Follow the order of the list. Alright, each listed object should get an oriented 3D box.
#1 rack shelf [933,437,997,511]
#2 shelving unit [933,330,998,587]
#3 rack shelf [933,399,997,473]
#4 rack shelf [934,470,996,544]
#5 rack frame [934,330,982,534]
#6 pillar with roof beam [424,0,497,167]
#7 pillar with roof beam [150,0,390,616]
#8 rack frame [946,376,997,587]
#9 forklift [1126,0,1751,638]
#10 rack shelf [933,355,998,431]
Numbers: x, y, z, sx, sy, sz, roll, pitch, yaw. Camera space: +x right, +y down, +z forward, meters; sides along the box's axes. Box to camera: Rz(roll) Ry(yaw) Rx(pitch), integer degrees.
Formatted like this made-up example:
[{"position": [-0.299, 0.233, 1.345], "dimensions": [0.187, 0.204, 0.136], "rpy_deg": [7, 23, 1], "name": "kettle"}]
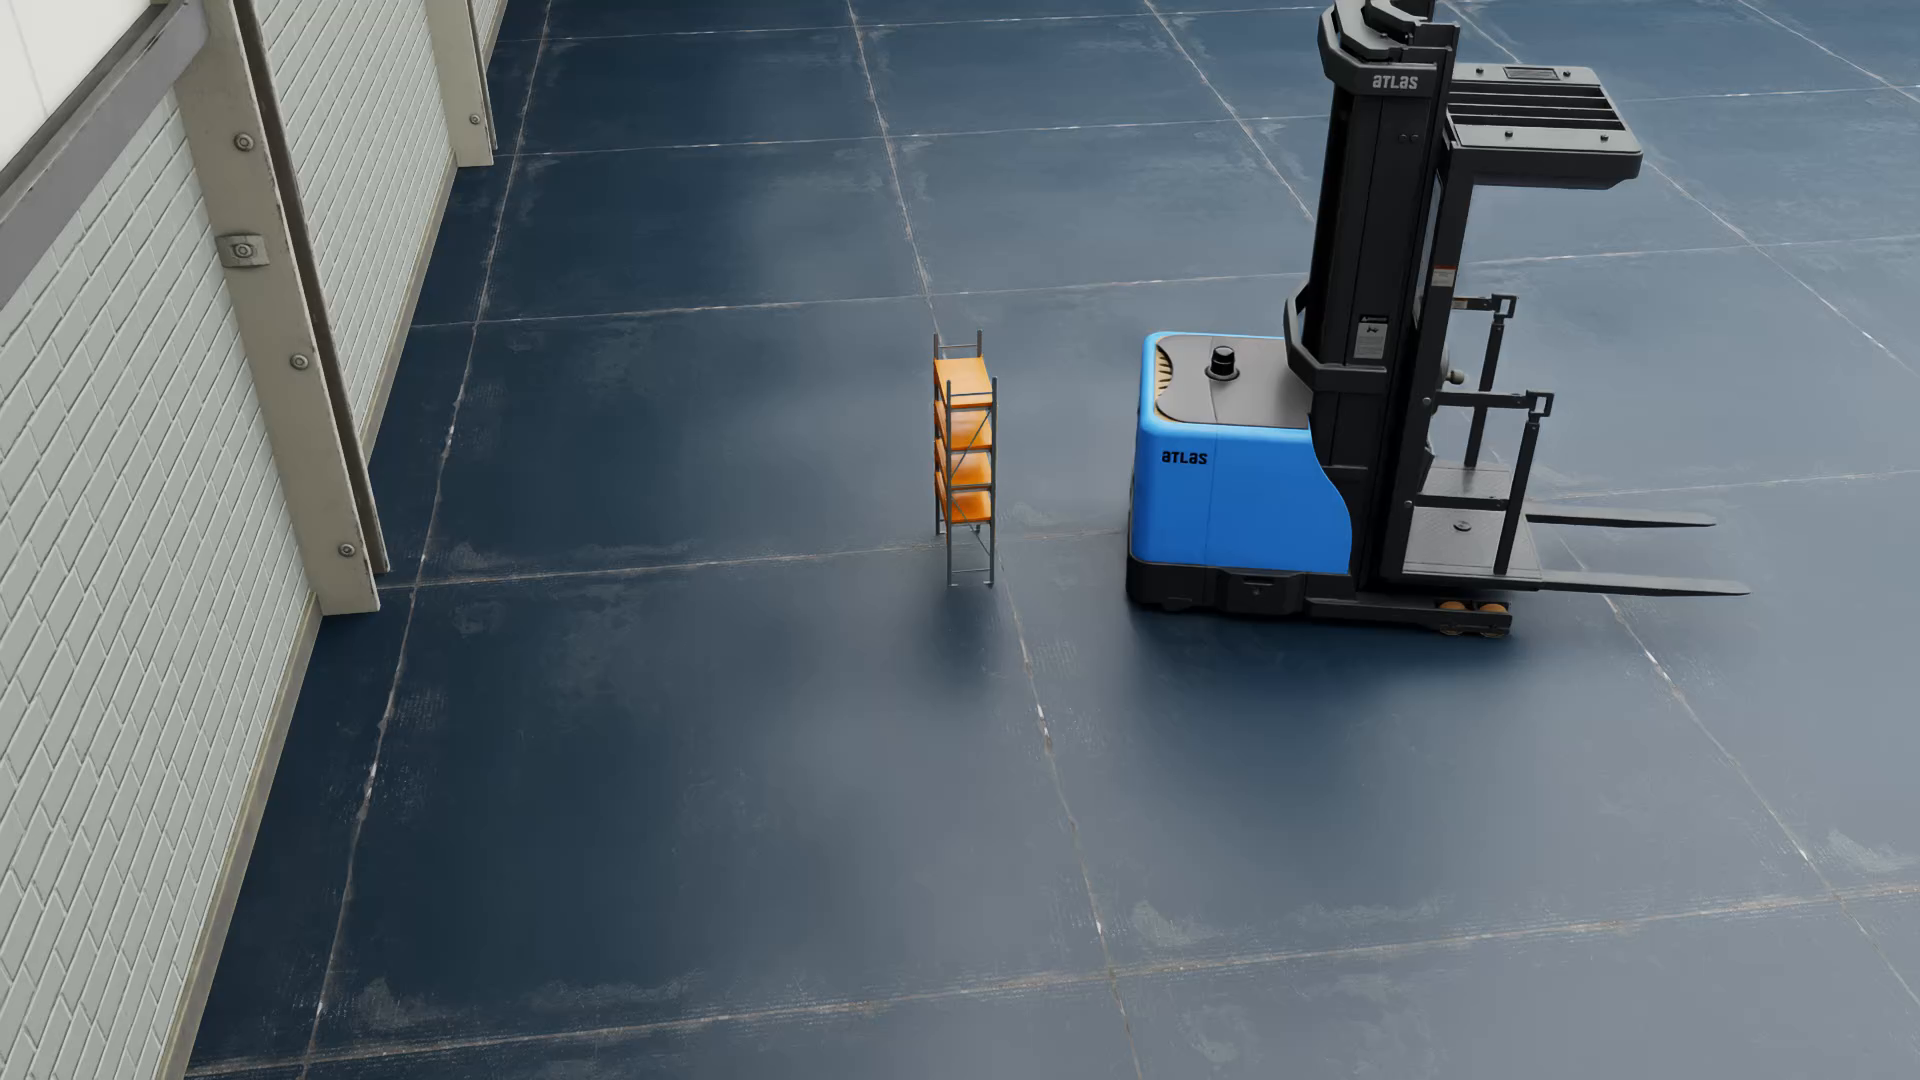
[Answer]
[{"position": [0.022, -0.348, 8.443], "dimensions": [0.258, 0.148, 0.480], "rpy_deg": [-4, 35, -6], "name": "rack shelf"}, {"position": [0.022, -0.403, 8.405], "dimensions": [0.258, 1.200, 0.503], "rpy_deg": [-4, 35, -6], "name": "shelving unit"}, {"position": [0.022, -0.533, 8.317], "dimensions": [0.258, 0.148, 0.480], "rpy_deg": [-4, 35, -6], "name": "rack shelf"}, {"position": [0.022, -0.184, 8.555], "dimensions": [0.258, 0.148, 0.480], "rpy_deg": [-4, 35, -6], "name": "rack shelf"}, {"position": [-0.011, -0.540, 8.605], "dimensions": [0.240, 1.200, 0.015], "rpy_deg": [-4, 35, -6], "name": "rack frame"}, {"position": [0.359, -7.135, 11.357], "dimensions": [9.100, 9.000, 0.400], "rpy_deg": [-4, 35, -6], "name": "pillar with roof beam"}, {"position": [1.165, -3.787, 6.444], "dimensions": [9.100, 9.000, 0.400], "rpy_deg": [-4, 35, -6], "name": "pillar with roof beam"}, {"position": [0.055, -0.267, 8.205], "dimensions": [0.240, 1.200, 0.015], "rpy_deg": [-4, 35, -6], "name": "rack frame"}, {"position": [2.388, -1.048, 7.814], "dimensions": [3.031, 2.935, 1.130], "rpy_deg": [3, 34, 5], "name": "forklift"}, {"position": [0.022, -0.728, 8.184], "dimensions": [0.258, 0.148, 0.480], "rpy_deg": [-4, 35, -6], "name": "rack shelf"}]
